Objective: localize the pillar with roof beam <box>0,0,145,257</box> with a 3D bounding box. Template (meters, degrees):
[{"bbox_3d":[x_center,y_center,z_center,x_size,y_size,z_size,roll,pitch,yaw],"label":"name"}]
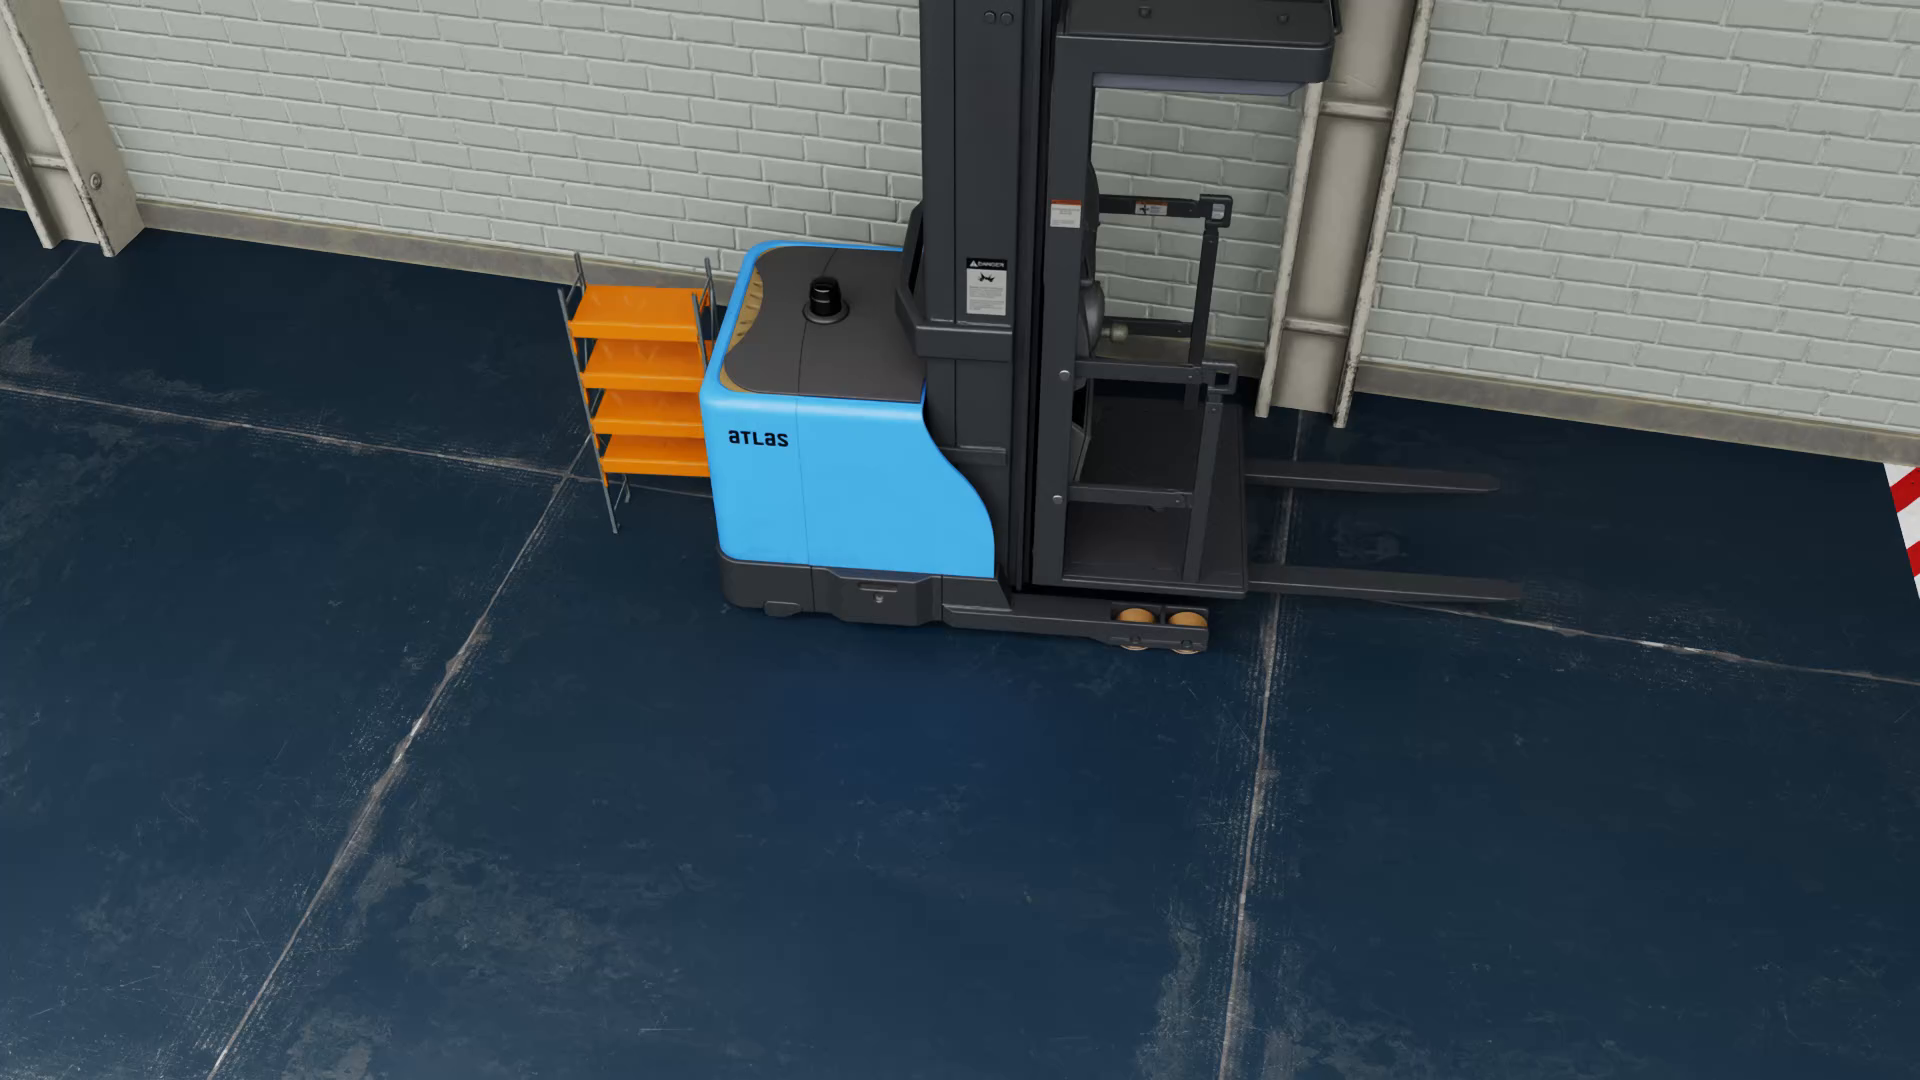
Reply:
[{"bbox_3d":[-5.273,-1.858,2.191,0.400,9.000,9.100,9,45,9],"label":"pillar with roof beam"}]

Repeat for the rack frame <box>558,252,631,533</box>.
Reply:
[{"bbox_3d":[-1.407,-0.543,6.448,0.015,1.200,0.240,3,44,5],"label":"rack frame"}]

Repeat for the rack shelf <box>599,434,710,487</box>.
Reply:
[{"bbox_3d":[-1.157,-0.339,6.611,0.480,0.148,0.258,3,44,5],"label":"rack shelf"}]

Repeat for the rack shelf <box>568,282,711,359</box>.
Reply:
[{"bbox_3d":[-1.173,-0.814,6.156,0.480,0.148,0.258,3,44,5],"label":"rack shelf"}]

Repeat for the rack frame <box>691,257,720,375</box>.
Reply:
[{"bbox_3d":[-0.921,-0.518,6.406,0.015,1.200,0.240,3,44,5],"label":"rack frame"}]

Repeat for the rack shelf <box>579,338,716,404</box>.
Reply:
[{"bbox_3d":[-1.168,-0.644,6.319,0.480,0.148,0.258,3,44,5],"label":"rack shelf"}]

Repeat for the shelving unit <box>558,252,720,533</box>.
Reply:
[{"bbox_3d":[-1.164,-0.531,6.427,0.503,1.200,0.258,3,44,5],"label":"shelving unit"}]

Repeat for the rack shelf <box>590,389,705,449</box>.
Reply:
[{"bbox_3d":[-1.162,-0.482,6.474,0.480,0.148,0.258,3,44,5],"label":"rack shelf"}]

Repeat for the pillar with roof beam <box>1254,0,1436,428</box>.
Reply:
[{"bbox_3d":[0.582,-0.949,1.247,0.400,9.000,9.100,9,45,9],"label":"pillar with roof beam"}]

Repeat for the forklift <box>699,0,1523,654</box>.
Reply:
[{"bbox_3d":[0.627,-1.013,5.689,3.031,2.935,1.130,4,44,4],"label":"forklift"}]
